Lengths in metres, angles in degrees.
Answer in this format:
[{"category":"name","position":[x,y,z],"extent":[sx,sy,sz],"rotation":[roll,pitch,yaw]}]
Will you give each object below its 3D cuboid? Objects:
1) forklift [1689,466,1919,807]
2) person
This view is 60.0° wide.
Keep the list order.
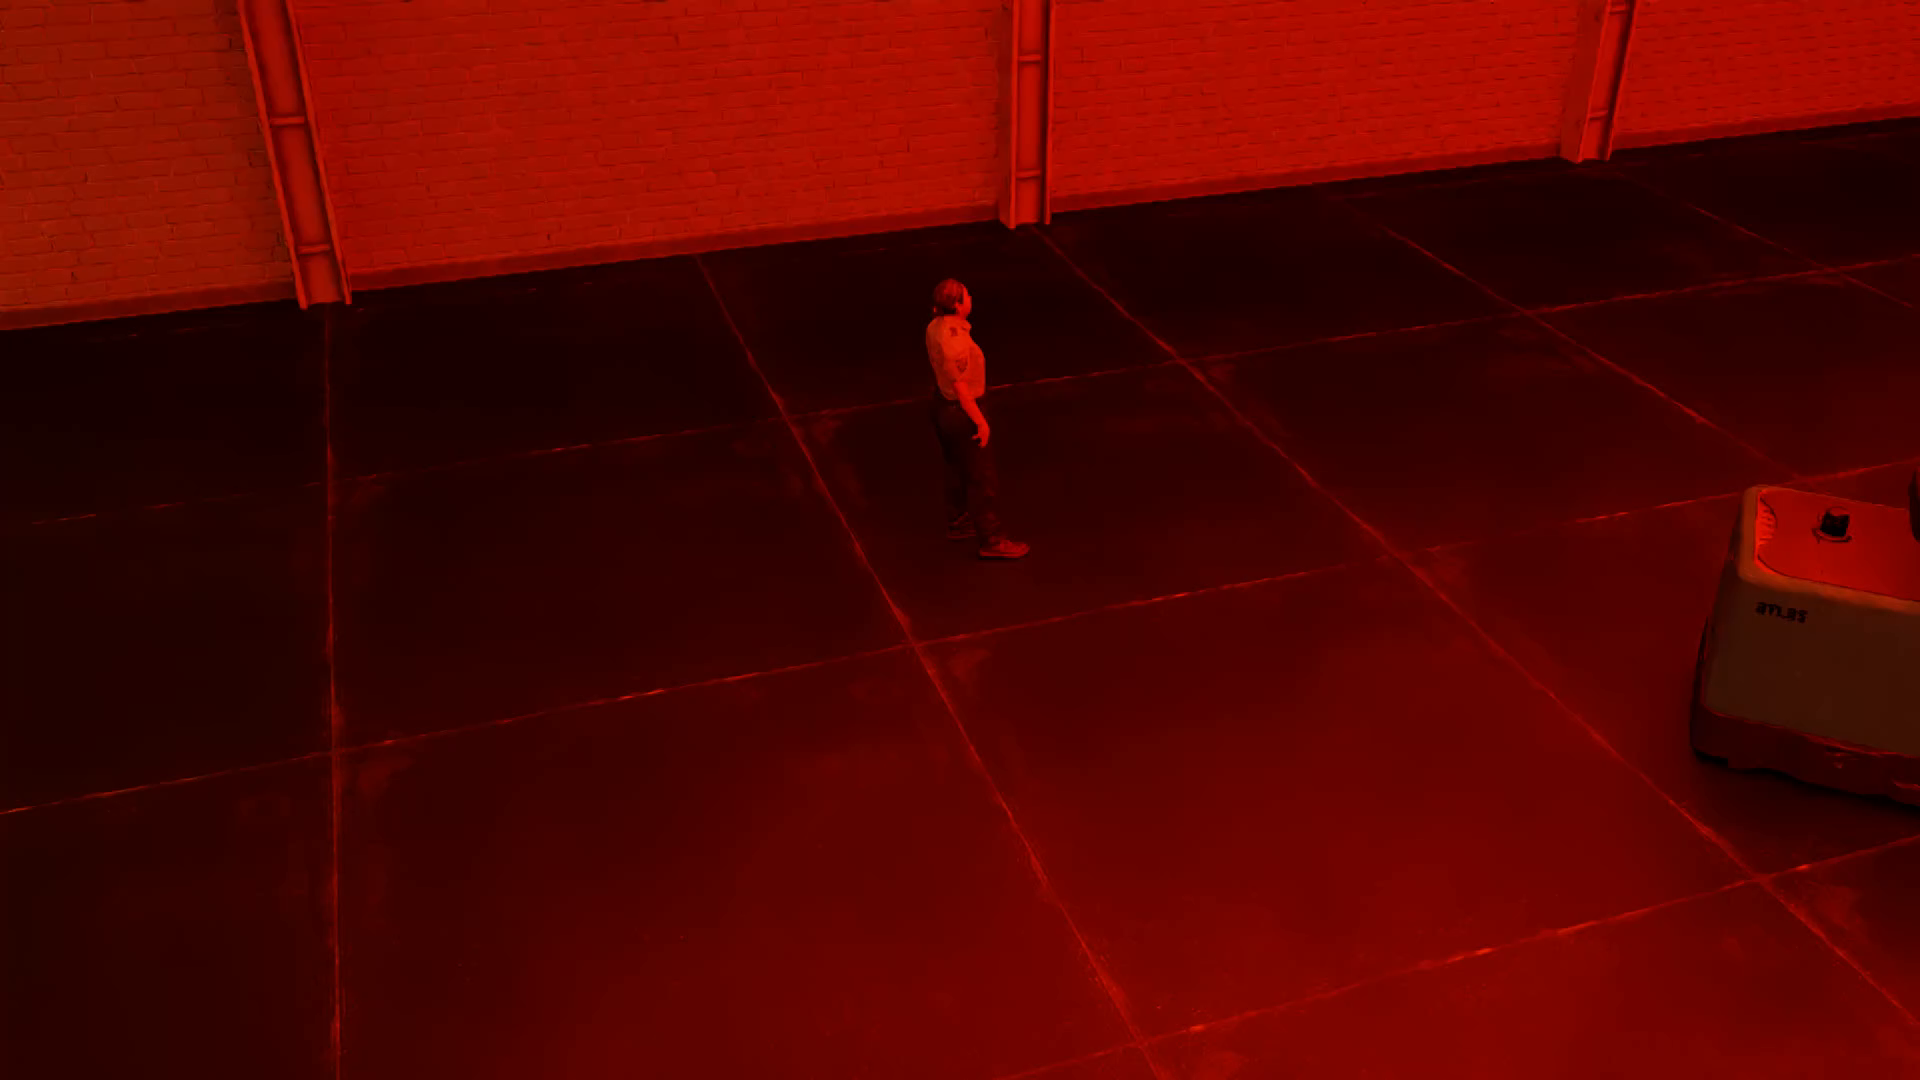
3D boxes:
[{"category":"forklift","position":[5.144,-0.119,7.293],"extent":[3.031,2.935,1.130],"rotation":[12,32,21]},{"category":"person","position":[0.092,-0.724,9.618],"extent":[0.502,1.650,0.599],"rotation":[-10,31,-16]}]
